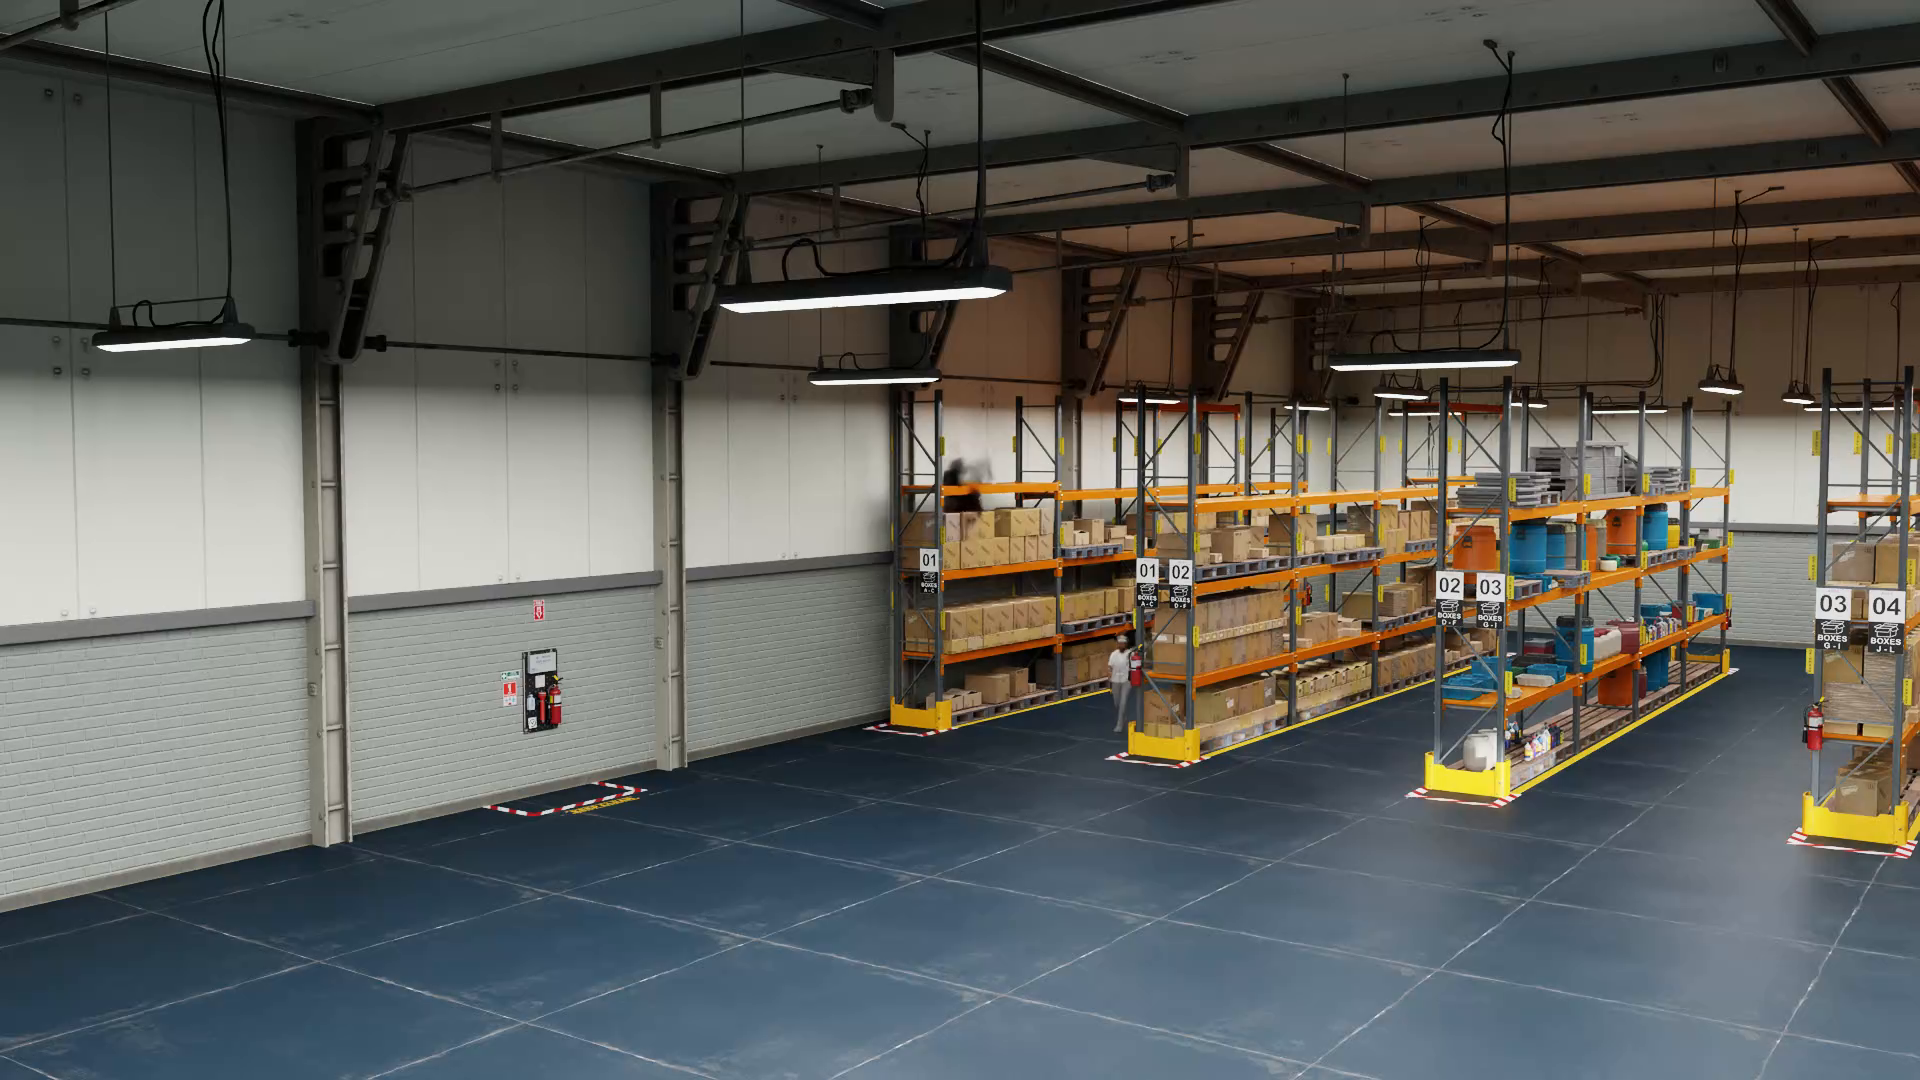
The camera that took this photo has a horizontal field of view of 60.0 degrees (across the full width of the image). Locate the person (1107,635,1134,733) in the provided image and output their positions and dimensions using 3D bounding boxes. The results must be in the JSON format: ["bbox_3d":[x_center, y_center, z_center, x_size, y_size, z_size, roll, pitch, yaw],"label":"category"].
[{"bbox_3d":[2.866,2.506,29.284,0.581,1.673,0.887,1,3,19],"label":"person"}]
